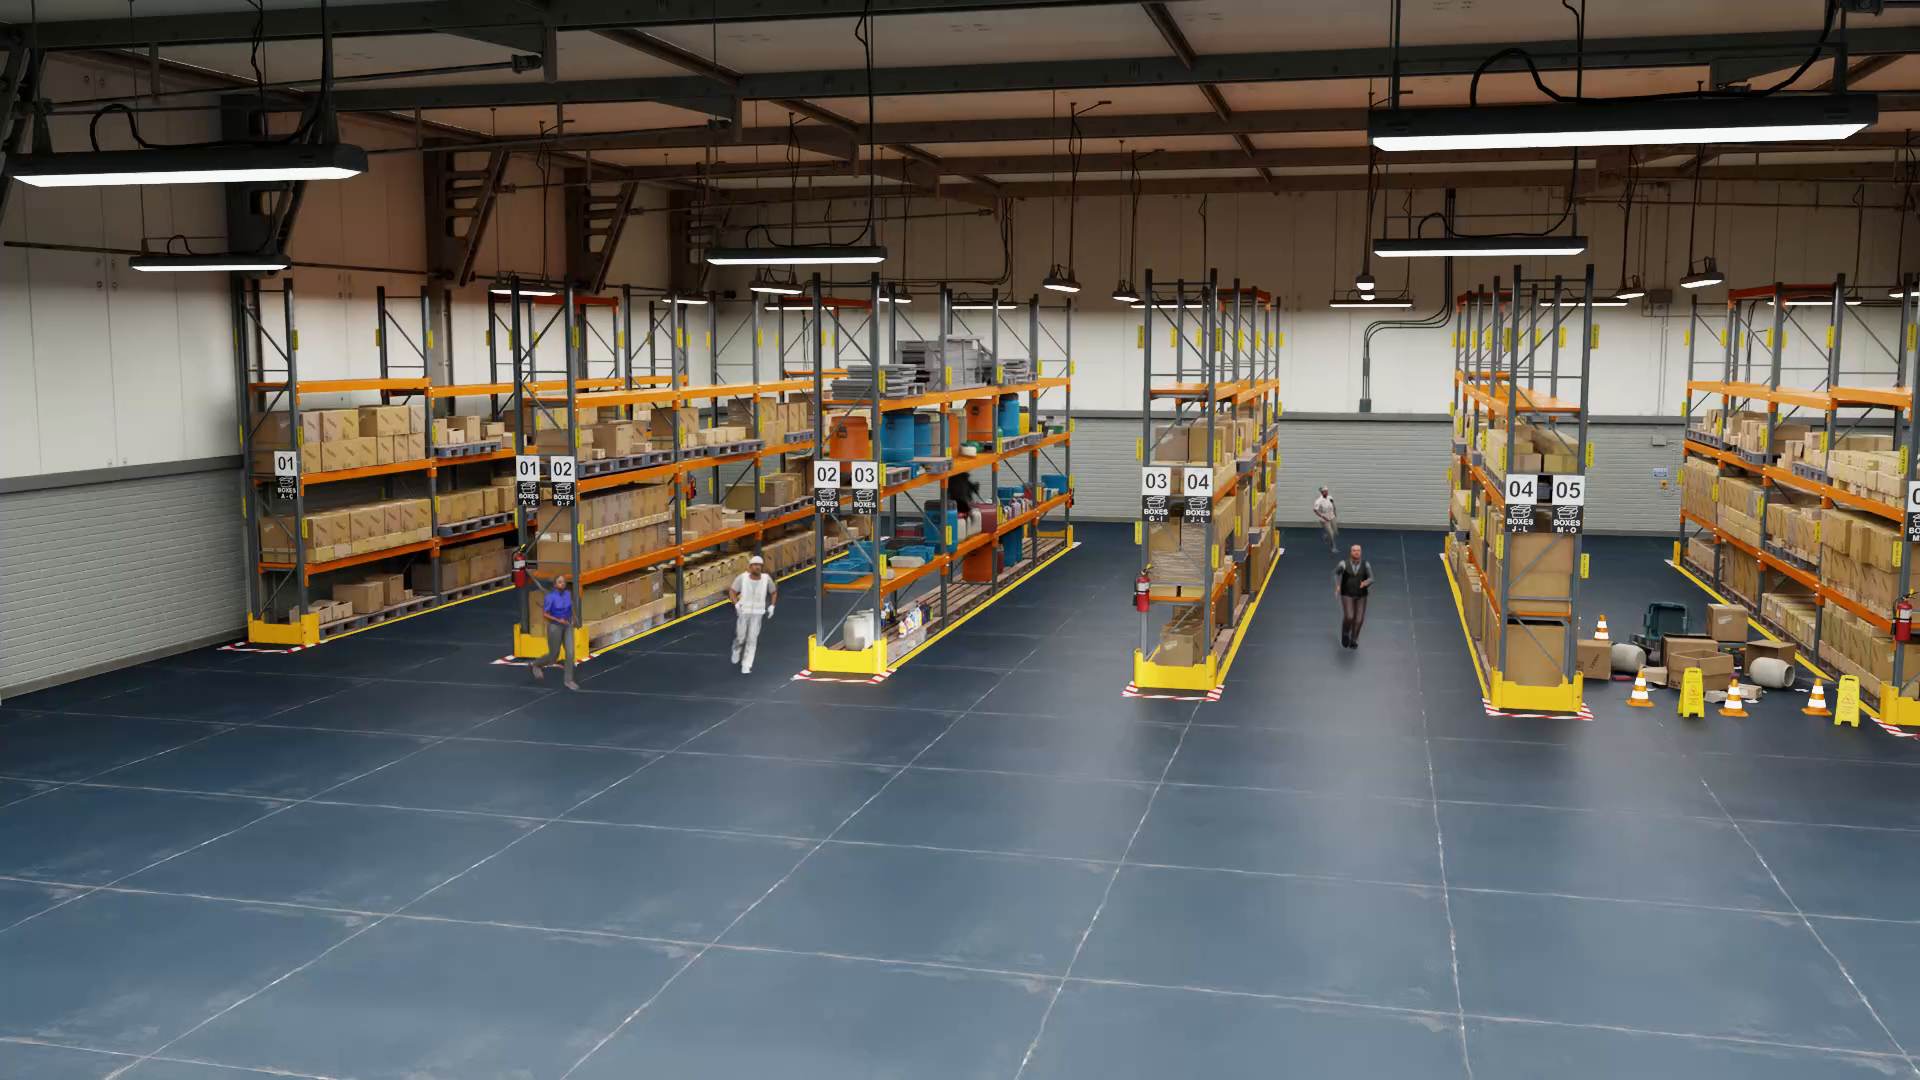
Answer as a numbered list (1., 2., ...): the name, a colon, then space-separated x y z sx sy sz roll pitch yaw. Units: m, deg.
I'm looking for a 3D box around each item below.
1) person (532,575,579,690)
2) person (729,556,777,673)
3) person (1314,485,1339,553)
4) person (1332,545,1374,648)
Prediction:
1. person: -5.827 1.321 24.121 0.868 1.650 0.589 6 9 40
2. person: -3.143 1.106 25.326 0.714 1.746 0.747 -1 7 -12
3. person: 8.653 -0.512 39.397 0.650 1.613 0.581 -3 7 -21
4. person: 6.385 0.924 26.955 0.639 1.685 0.651 0 7 3
